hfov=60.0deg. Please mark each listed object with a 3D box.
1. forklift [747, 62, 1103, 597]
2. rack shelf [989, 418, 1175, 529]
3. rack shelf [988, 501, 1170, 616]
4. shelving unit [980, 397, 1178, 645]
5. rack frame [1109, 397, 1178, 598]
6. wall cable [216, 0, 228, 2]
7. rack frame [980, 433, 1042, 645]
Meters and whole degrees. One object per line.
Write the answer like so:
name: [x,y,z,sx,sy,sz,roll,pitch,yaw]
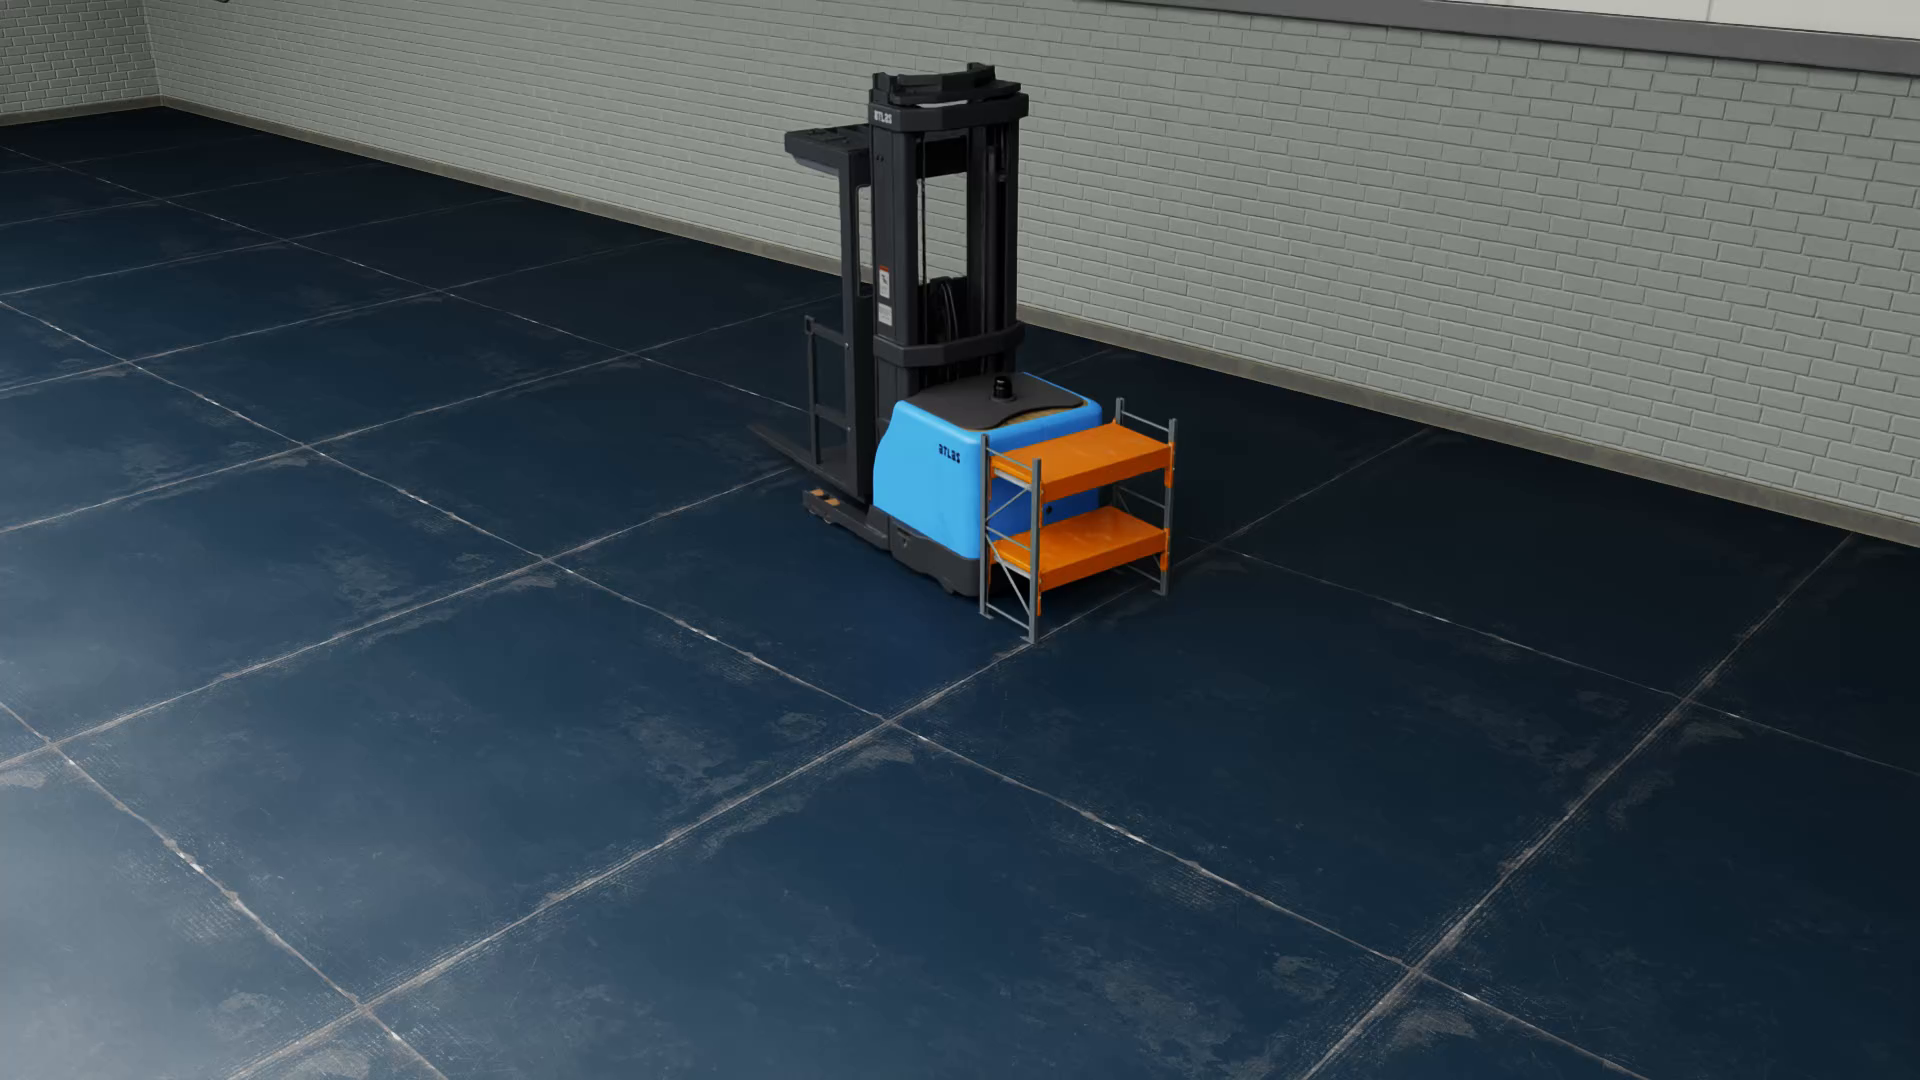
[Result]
forklift: [-0.395,-1.547,10.619,1.130,2.935,3.031,-16,29,-32]
rack shelf: [0.684,-0.395,9.541,1.000,0.278,0.538,-17,29,-33]
rack shelf: [0.684,0.095,9.760,1.000,0.278,0.538,-17,29,-33]
shelving unit: [0.684,-0.128,9.660,1.048,1.125,0.538,-17,29,-33]
rack frame: [1.090,-0.253,9.940,0.032,1.125,0.500,-17,29,-33]
wall cable: [-11.295,-9.016,23.655,3.097,2.526,0.112,20,31,38]
rack frame: [0.278,-0.003,9.381,0.032,1.125,0.500,-17,29,-33]
